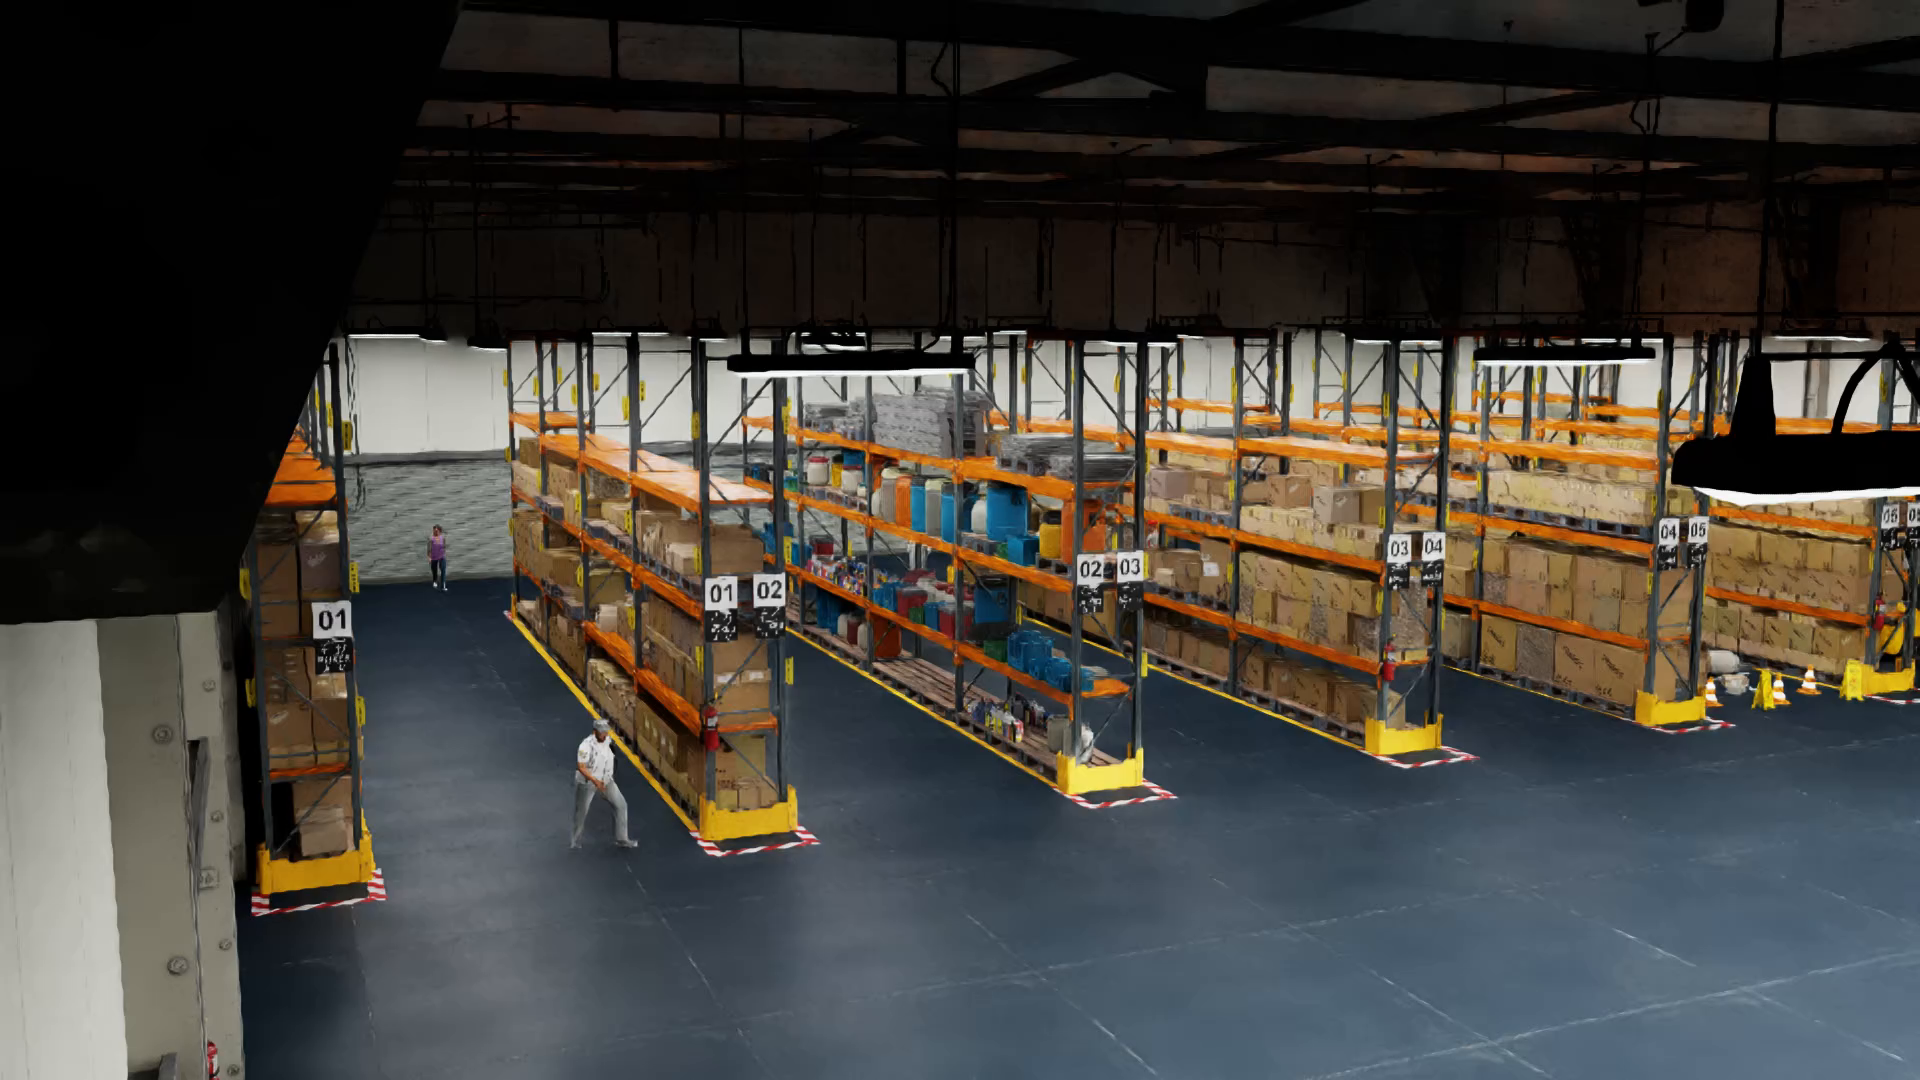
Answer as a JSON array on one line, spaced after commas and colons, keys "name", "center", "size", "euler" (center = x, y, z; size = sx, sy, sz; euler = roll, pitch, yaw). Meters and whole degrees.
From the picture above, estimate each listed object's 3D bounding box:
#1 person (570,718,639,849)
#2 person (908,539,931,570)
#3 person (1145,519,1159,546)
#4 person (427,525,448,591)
[{"name": "person", "center": [-4.287, 2.867, 19.696], "size": [0.643, 1.610, 0.749], "euler": [-8, 11, -44]}, {"name": "person", "center": [-0.957, 0.150, 39.011], "size": [0.575, 1.738, 0.916], "euler": [0, 8, 2]}, {"name": "person", "center": [4.253, 0.403, 36.996], "size": [0.544, 1.788, 0.625], "euler": [-1, 8, -6]}, {"name": "person", "center": [-11.974, 0.391, 38.077], "size": [0.417, 1.517, 1.036], "euler": [-3, 8, -20]}]
